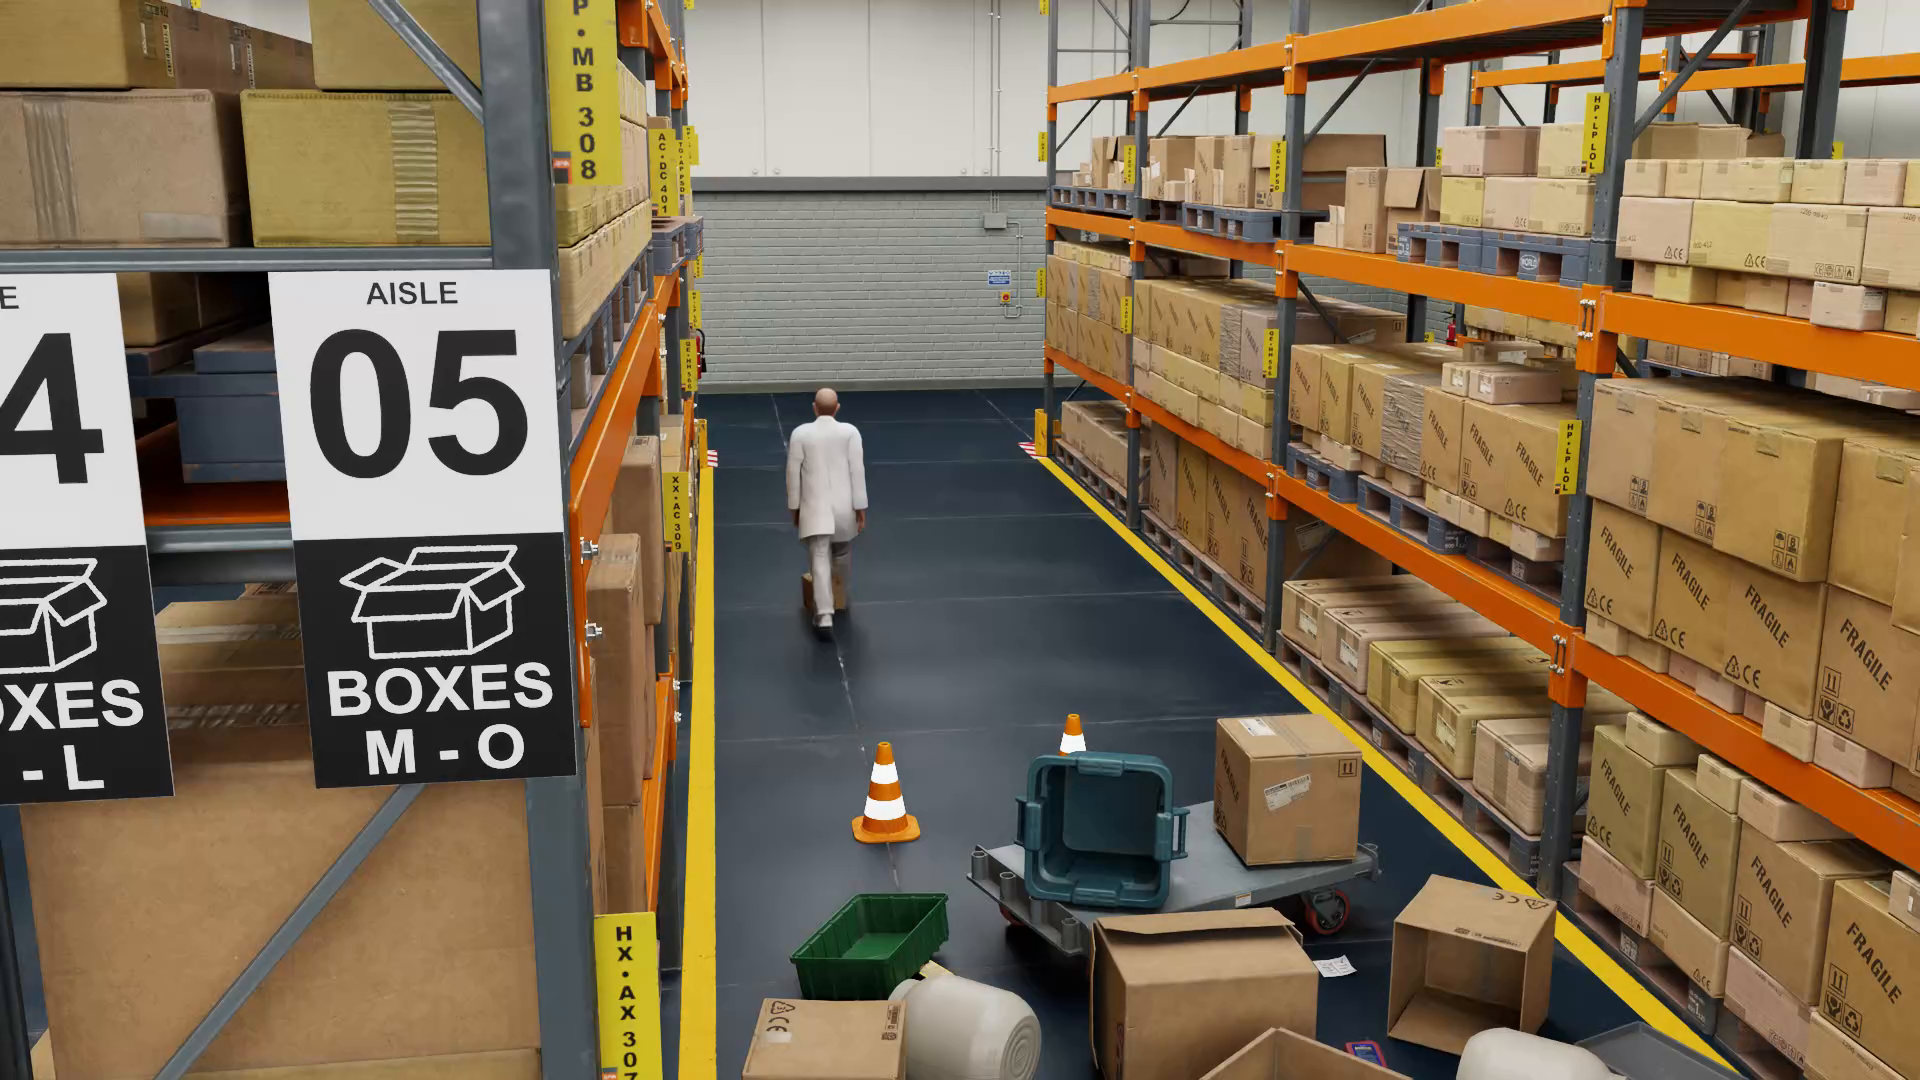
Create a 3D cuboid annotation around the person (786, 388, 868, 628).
[{"bbox_3d":[-0.979,-0.249,12.212,0.586,1.718,1.216,-2,13,-9],"label":"person"}]
